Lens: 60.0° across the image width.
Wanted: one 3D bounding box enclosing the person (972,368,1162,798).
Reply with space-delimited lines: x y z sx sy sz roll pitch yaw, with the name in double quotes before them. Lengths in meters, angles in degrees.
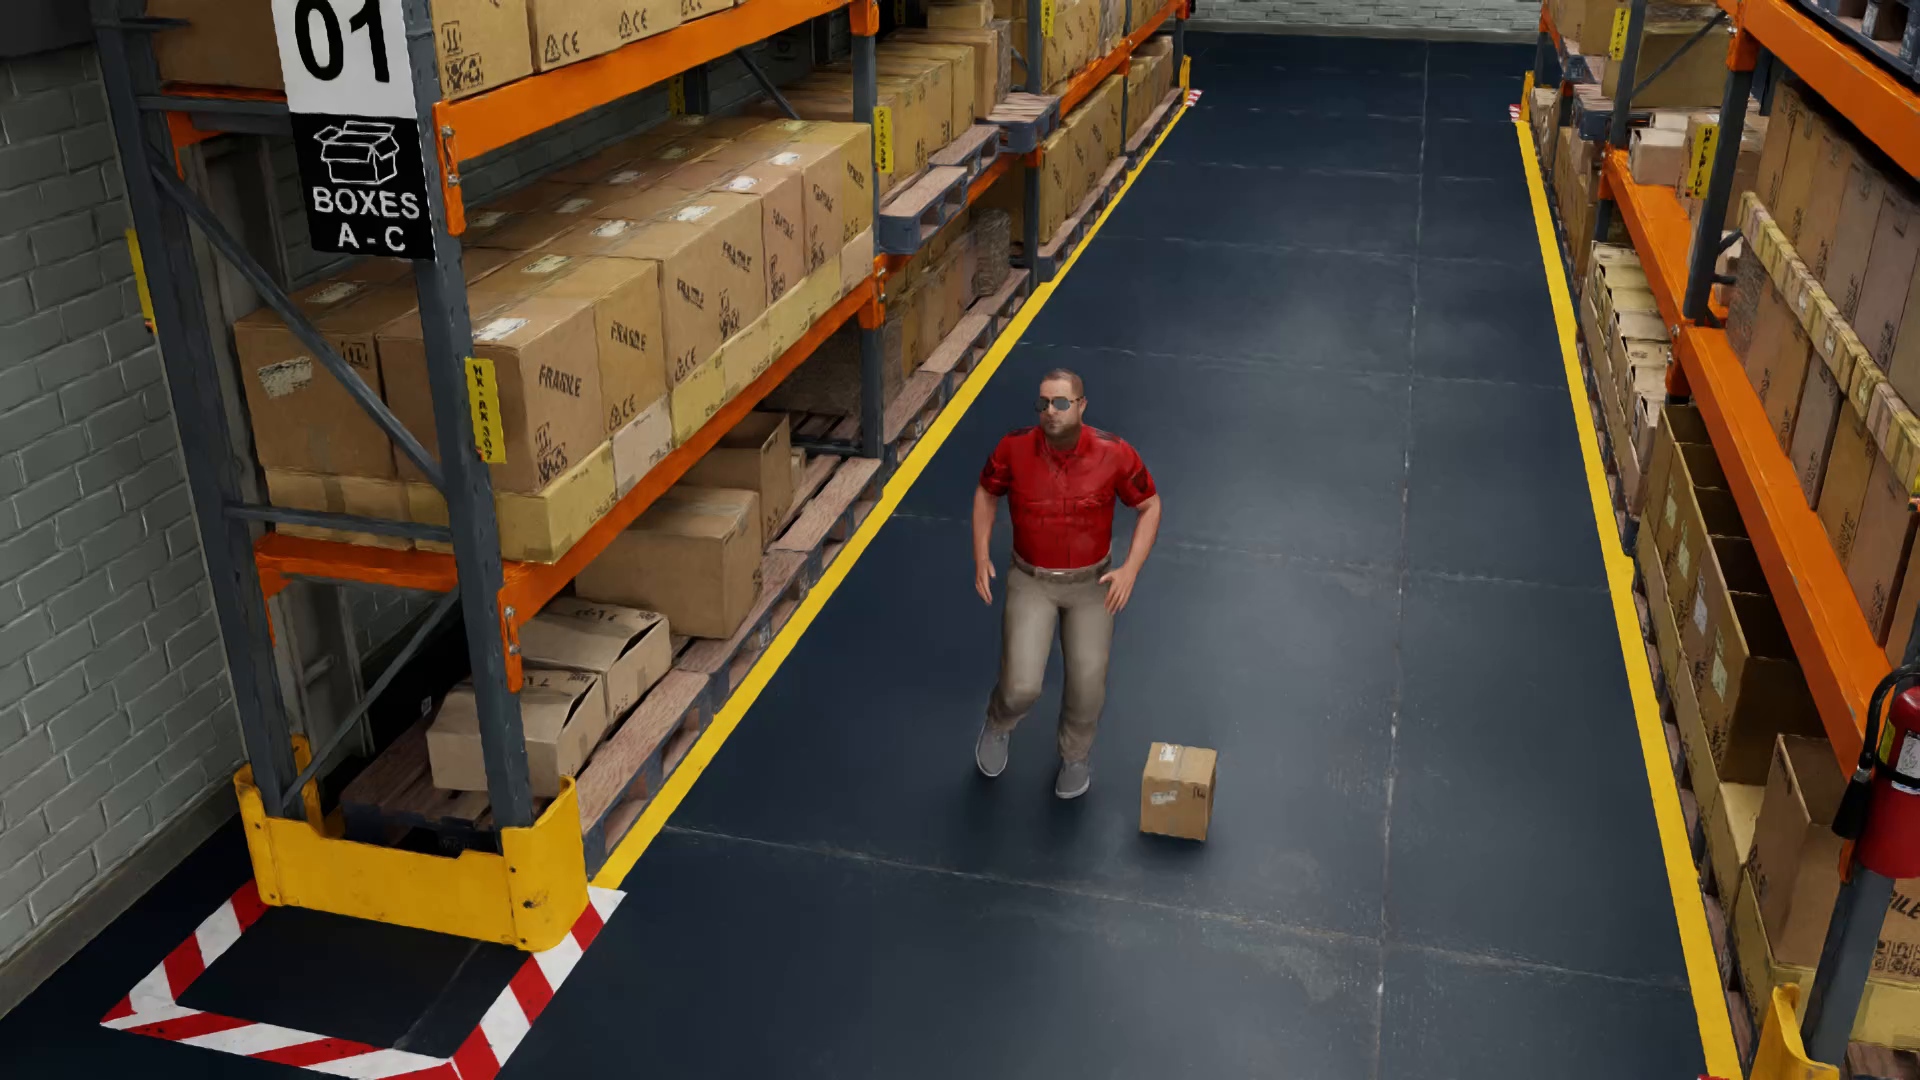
"person" 0.387 0.181 6.292 0.683 1.699 0.491 0 25 0
